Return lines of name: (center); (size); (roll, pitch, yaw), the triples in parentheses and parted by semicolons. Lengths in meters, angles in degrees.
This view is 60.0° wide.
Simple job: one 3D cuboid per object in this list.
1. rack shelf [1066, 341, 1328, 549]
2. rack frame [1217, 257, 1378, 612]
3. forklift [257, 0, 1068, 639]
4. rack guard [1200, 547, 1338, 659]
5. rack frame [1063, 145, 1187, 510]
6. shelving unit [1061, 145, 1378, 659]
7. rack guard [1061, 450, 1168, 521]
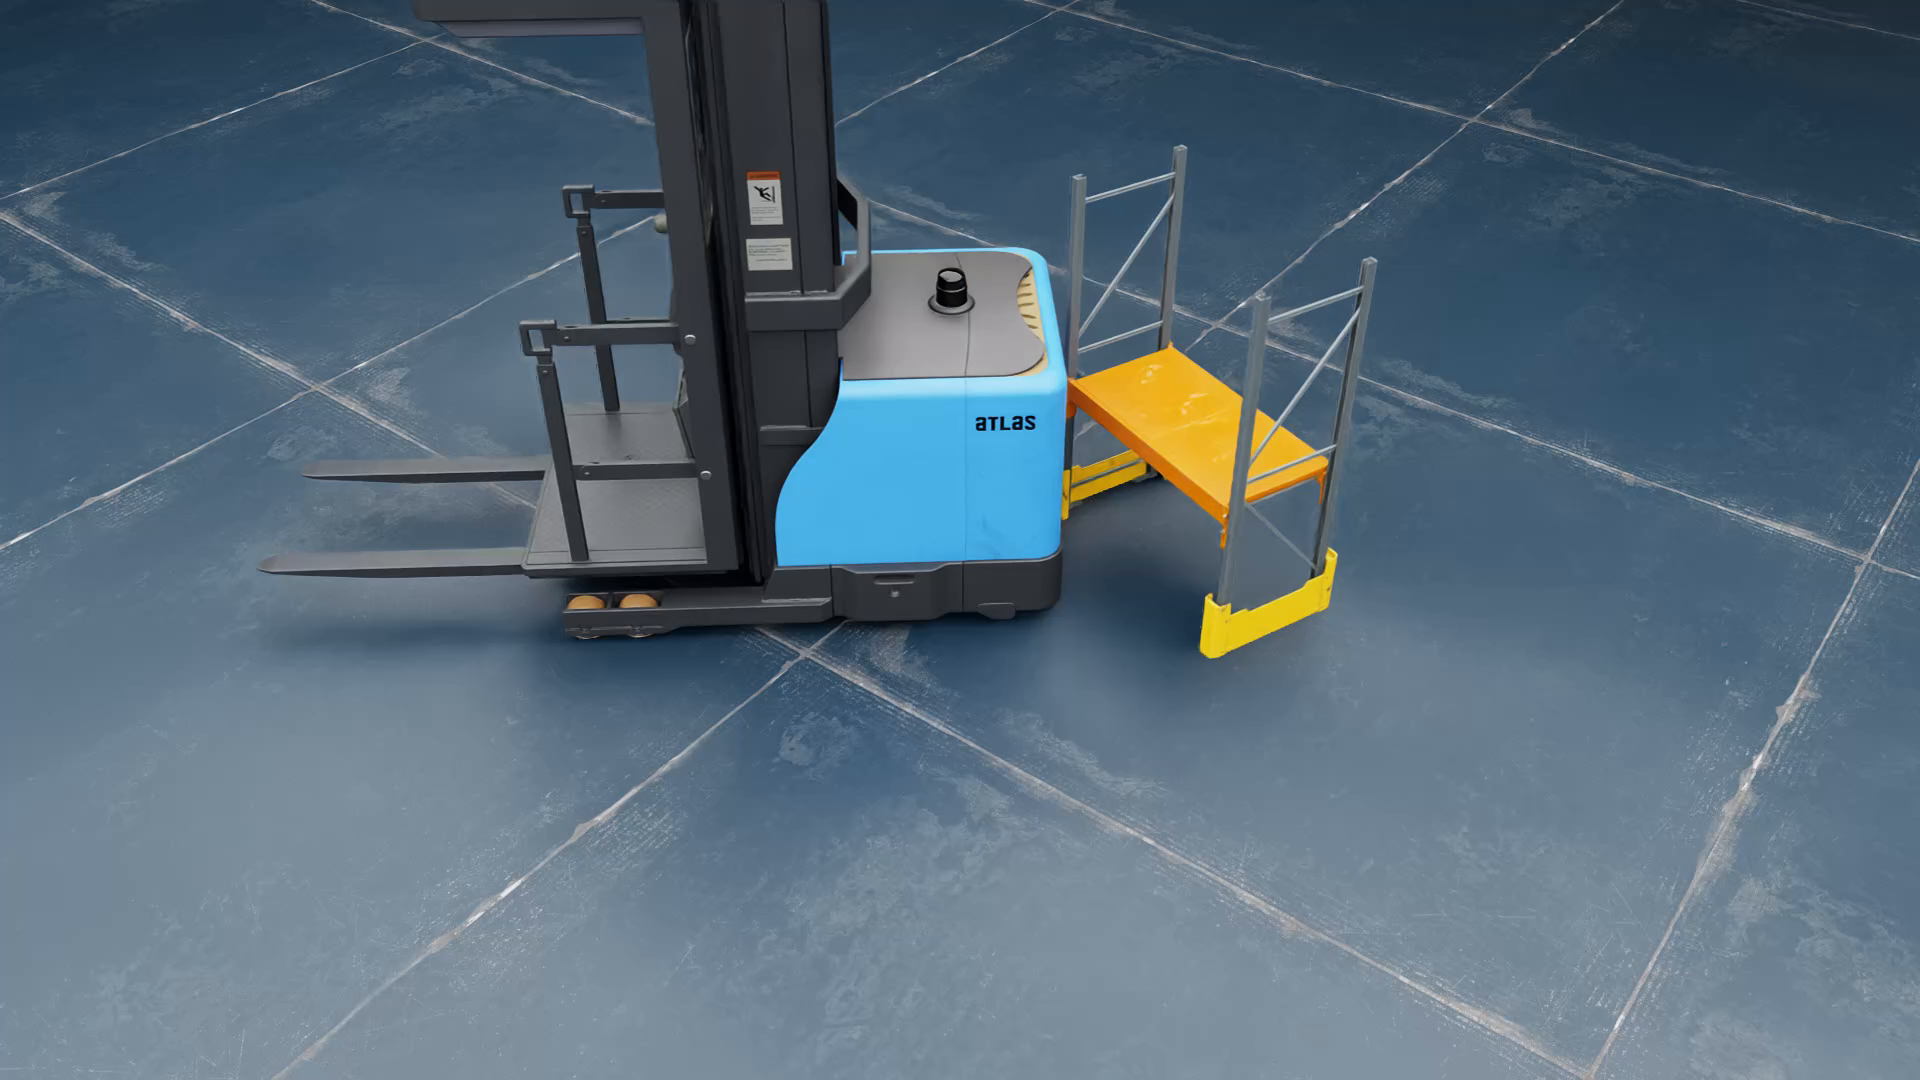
rack shelf: (0.893, -0.384, 6.316); (0.538, 0.185, 1.000); (-21, 43, -25)
rack frame: (1.162, -0.260, 5.865); (0.500, 1.500, 0.032); (-21, 43, -25)
forklift: (-1.145, -1.115, 5.797); (3.031, 2.935, 1.130); (-2, 38, -2)
rack guard: (1.161, 0.232, 6.251); (0.587, 0.250, 0.087); (-21, 43, -25)
rack frame: (0.625, -0.792, 6.545); (0.500, 1.500, 0.032); (-21, 43, -25)
shelving unit: (0.898, -0.521, 6.199); (0.587, 1.500, 1.083); (-21, 43, -25)
rack guard: (0.635, -0.290, 6.918); (0.587, 0.250, 0.087); (-21, 43, -25)
